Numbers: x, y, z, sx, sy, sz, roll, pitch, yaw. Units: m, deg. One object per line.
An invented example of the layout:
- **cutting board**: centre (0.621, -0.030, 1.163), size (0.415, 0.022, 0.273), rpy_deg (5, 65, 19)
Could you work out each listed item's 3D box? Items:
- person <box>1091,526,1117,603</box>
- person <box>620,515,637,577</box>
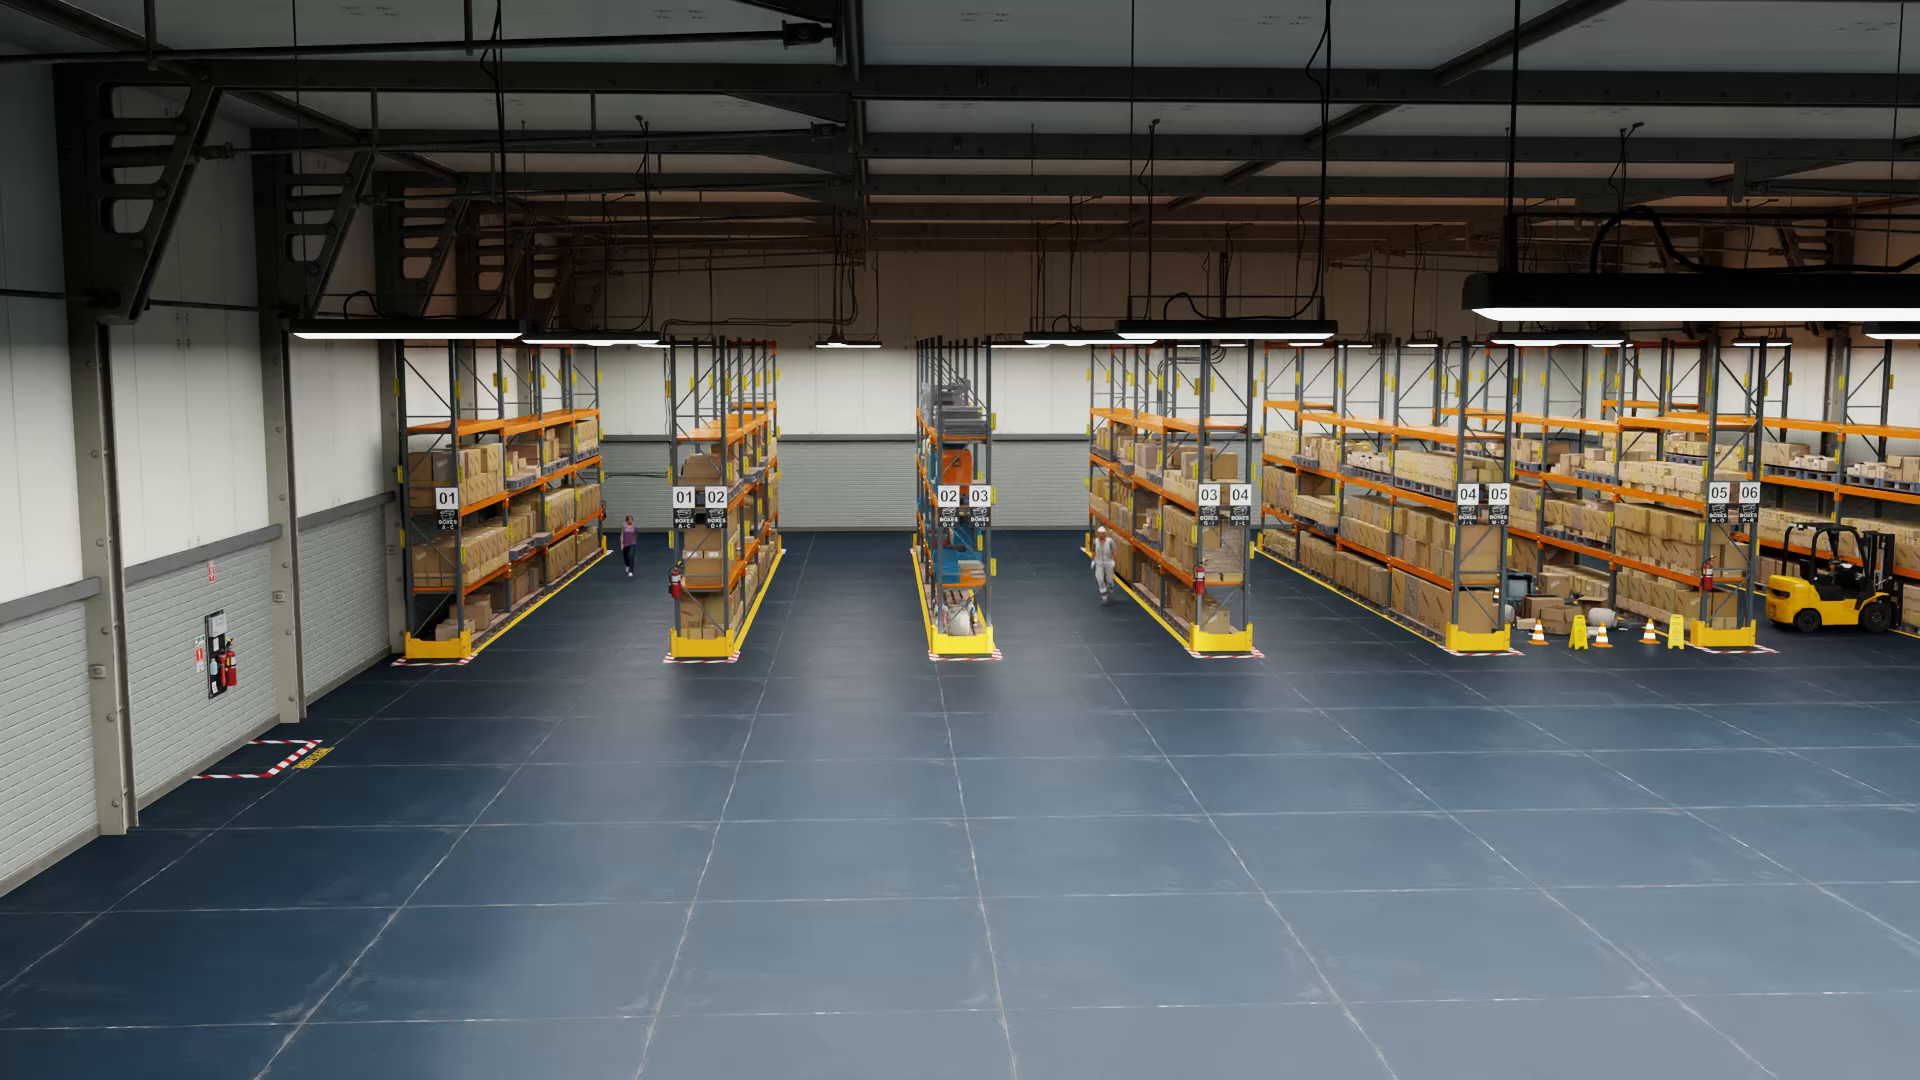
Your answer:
- **person**: centre (3.301, 0.544, 37.987), size (0.604, 1.757, 0.738), rpy_deg (2, 7, 13)
- **person**: centre (-8.441, 0.127, 42.393), size (0.391, 1.535, 0.899), rpy_deg (0, 7, -4)
